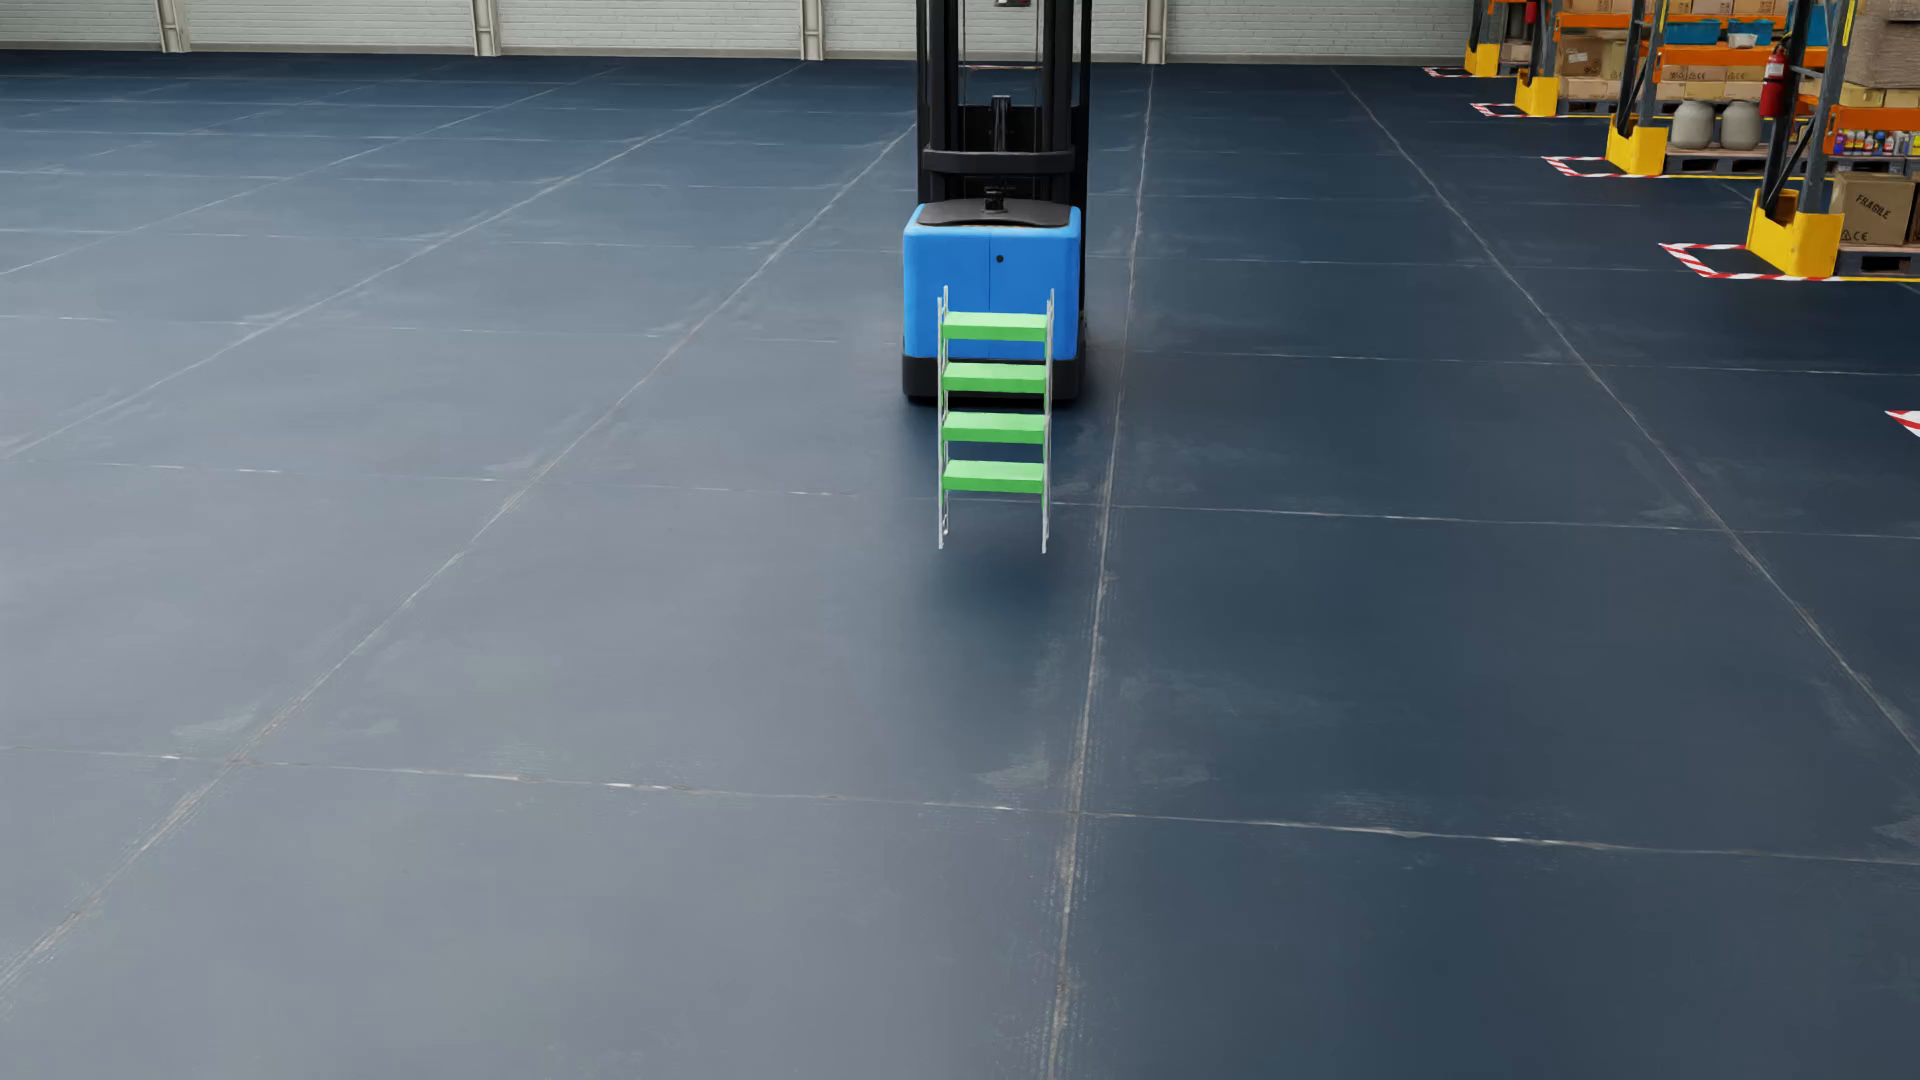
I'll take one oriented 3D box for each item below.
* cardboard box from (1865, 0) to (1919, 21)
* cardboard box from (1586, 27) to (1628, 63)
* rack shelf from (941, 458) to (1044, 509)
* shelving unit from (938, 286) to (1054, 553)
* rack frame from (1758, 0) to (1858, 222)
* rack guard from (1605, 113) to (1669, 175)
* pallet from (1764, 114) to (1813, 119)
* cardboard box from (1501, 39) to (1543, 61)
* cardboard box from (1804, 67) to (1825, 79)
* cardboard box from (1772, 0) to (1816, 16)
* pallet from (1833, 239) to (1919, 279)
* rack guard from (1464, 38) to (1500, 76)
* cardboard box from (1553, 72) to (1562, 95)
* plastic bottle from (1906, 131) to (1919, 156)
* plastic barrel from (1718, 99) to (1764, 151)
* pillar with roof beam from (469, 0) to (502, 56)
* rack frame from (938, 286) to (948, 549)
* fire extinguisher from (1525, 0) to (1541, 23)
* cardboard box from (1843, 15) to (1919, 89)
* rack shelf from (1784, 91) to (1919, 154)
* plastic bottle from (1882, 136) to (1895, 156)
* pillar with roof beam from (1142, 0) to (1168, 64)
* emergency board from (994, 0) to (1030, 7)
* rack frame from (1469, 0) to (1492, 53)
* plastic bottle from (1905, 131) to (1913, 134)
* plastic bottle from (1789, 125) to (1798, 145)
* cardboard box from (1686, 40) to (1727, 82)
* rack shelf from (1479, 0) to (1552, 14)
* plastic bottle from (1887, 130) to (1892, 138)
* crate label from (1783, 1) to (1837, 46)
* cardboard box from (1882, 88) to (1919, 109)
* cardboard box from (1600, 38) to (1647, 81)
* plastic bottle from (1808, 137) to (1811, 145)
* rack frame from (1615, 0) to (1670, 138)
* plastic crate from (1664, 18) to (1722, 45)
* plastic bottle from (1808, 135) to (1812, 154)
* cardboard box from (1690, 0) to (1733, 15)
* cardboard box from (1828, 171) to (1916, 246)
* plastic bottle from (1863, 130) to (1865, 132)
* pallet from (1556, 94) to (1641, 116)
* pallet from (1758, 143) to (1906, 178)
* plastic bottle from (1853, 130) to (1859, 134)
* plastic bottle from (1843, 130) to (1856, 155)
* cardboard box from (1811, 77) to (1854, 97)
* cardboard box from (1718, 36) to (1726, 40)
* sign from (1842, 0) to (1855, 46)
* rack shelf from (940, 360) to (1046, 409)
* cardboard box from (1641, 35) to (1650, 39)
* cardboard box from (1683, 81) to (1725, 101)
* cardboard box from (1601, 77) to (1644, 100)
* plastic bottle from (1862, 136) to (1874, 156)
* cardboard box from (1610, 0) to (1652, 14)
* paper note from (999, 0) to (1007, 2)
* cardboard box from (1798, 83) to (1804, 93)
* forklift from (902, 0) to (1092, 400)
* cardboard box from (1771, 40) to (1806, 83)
[{"bbox_3d":[7.285,-4.226,12.649,0.500,0.500,0.500,2,22,6],"label":"cardboard box"},{"bbox_3d":[10.485,-8.030,26.972,0.500,0.500,0.700,1,22,3],"label":"cardboard box"},{"bbox_3d":[0.164,-0.268,7.813,0.480,0.148,0.258,2,22,6],"label":"rack shelf"},{"bbox_3d":[0.164,-0.551,7.701,0.503,1.200,0.258,2,22,6],"label":"shelving unit"},{"bbox_3d":[6.771,-3.699,13.217,0.127,3.000,1.000,2,22,6],"label":"rack frame"},{"bbox_3d":[7.435,-4.359,18.286,0.348,0.500,1.175,2,22,6],"label":"rack guard"},{"bbox_3d":[11.128,-5.896,22.566,1.213,0.211,1.003,2,22,6],"label":"pallet"},{"bbox_3d":[9.197,-8.016,27.195,0.500,0.311,0.500,0,22,0],"label":"cardboard box"},{"bbox_3d":[11.489,-6.543,22.558,0.500,0.500,0.500,2,22,6],"label":"cardboard box"},{"bbox_3d":[10.947,-7.227,22.004,0.500,0.500,0.700,2,22,6],"label":"cardboard box"},{"bbox_3d":[7.649,-2.351,13.600,1.213,0.211,1.003,2,22,6],"label":"pallet"},{"bbox_3d":[8.596,-7.959,27.392,0.348,0.500,1.175,2,22,6],"label":"rack guard"},{"bbox_3d":[8.508,-6.317,23.008,0.500,0.250,0.500,2,22,6],"label":"cardboard box"},{"bbox_3d":[10.142,-4.252,17.621,0.185,0.351,0.144,2,22,6],"label":"plastic bottle"},{"bbox_3d":[8.514,-4.524,18.115,0.421,0.512,0.421,0,22,0],"label":"plastic barrel"},{"bbox_3d":[-9.065,-11.407,24.554,0.400,9.000,9.100,2,22,6],"label":"pillar with roof beam"},{"bbox_3d":[-0.078,-0.561,7.728,0.015,1.200,0.240,2,22,6],"label":"rack frame"},{"bbox_3d":[7.878,-7.455,22.822,0.183,0.674,0.296,2,22,6],"label":"fire extinguisher"},{"bbox_3d":[7.314,-3.850,13.059,0.500,0.500,0.875,2,22,6],"label":"cardboard box"},{"bbox_3d":[8.757,-3.278,13.131,4.000,0.370,1.077,2,22,6],"label":"rack shelf"},{"bbox_3d":[9.860,-4.187,17.657,0.097,0.201,0.097,0,22,0],"label":"plastic bottle"},{"bbox_3d":[2.852,-10.888,23.241,0.400,9.000,9.100,2,22,6],"label":"pillar with roof beam"},{"bbox_3d":[0.909,-9.791,28.625,0.643,1.169,0.194,2,22,6],"label":"emergency board"},{"bbox_3d":[8.520,-9.125,26.941,0.127,3.000,1.000,2,22,6],"label":"rack frame"},{"bbox_3d":[10.128,-4.260,17.730,0.133,0.283,0.061,2,22,6],"label":"plastic bottle"},{"bbox_3d":[9.230,-4.492,18.429,0.097,0.201,0.097,0,22,0],"label":"plastic bottle"},{"bbox_3d":[9.936,-6.411,22.225,0.500,0.500,0.500,2,22,6],"label":"cardboard box"},{"bbox_3d":[10.506,-8.704,26.854,4.000,0.370,1.077,2,22,6],"label":"rack shelf"},{"bbox_3d":[10.236,-4.458,18.248,0.097,0.271,0.097,0,22,0],"label":"plastic bottle"},{"bbox_3d":[9.214,-5.543,17.833,0.616,0.435,0.502,2,22,6],"label":"crate label"},{"bbox_3d":[7.272,-3.465,12.967,0.250,0.149,0.380,2,22,6],"label":"cardboard box"},{"bbox_3d":[8.944,-6.456,22.339,0.500,0.500,0.500,2,22,6],"label":"cardboard box"},{"bbox_3d":[9.477,-4.505,18.362,0.135,0.276,0.152,3,22,7],"label":"plastic bottle"},{"bbox_3d":[7.354,-5.508,17.792,0.127,3.000,1.000,2,22,6],"label":"rack frame"},{"bbox_3d":[7.886,-5.526,18.040,0.616,0.251,0.499,2,22,6],"label":"plastic crate"},{"bbox_3d":[9.118,-4.251,17.726,0.097,0.271,0.097,0,22,0],"label":"plastic bottle"},{"bbox_3d":[9.941,-7.272,22.117,0.500,0.500,0.700,3,22,8],"label":"cardboard box"},{"bbox_3d":[7.389,-2.699,13.516,0.500,0.500,0.500,7,23,16],"label":"cardboard box"},{"bbox_3d":[9.964,-4.520,18.299,0.185,0.351,0.144,2,22,6],"label":"plastic bottle"},{"bbox_3d":[8.705,-6.002,22.833,1.213,0.211,1.003,2,22,6],"label":"pallet"},{"bbox_3d":[9.449,-4.134,18.110,1.213,0.211,1.003,2,22,6],"label":"pallet"},{"bbox_3d":[9.809,-4.413,18.230,0.097,0.201,0.097,0,22,0],"label":"plastic bottle"},{"bbox_3d":[9.458,-4.237,17.689,0.097,0.271,0.097,0,22,0],"label":"plastic bottle"},{"bbox_3d":[7.079,-3.646,13.423,0.250,0.149,0.380,2,22,6],"label":"cardboard box"},{"bbox_3d":[10.496,-6.586,22.667,0.500,0.500,0.500,2,22,6],"label":"cardboard box"},{"bbox_3d":[6.708,-3.904,12.557,0.005,0.325,0.100,2,22,6],"label":"sign"},{"bbox_3d":[0.164,-0.715,7.636,0.480,0.148,0.258,2,22,6],"label":"rack shelf"},{"bbox_3d":[9.503,-6.629,22.776,0.500,0.500,0.500,2,22,6],"label":"cardboard box"},{"bbox_3d":[9.937,-6.063,22.364,0.500,0.250,0.500,2,22,6],"label":"cardboard box"},{"bbox_3d":[8.944,-6.108,22.478,0.500,0.250,0.500,2,22,6],"label":"cardboard box"},{"bbox_3d":[9.656,-4.195,17.680,0.097,0.201,0.097,0,22,0],"label":"plastic bottle"},{"bbox_3d":[8.925,-7.317,22.231,0.500,0.500,0.700,3,22,8],"label":"cardboard box"},{"bbox_3d":[0.741,-9.414,28.870,0.142,0.148,0.016,2,22,6],"label":"paper note"},{"bbox_3d":[10.931,-6.025,22.269,0.500,0.250,0.500,2,22,6],"label":"cardboard box"},{"bbox_3d":[0.293,-2.693,10.766,1.130,2.935,3.031,2,22,4],"label":"forklift"},{"bbox_3d":[10.932,-6.375,22.133,0.500,0.500,0.500,2,22,6],"label":"cardboard box"}]
